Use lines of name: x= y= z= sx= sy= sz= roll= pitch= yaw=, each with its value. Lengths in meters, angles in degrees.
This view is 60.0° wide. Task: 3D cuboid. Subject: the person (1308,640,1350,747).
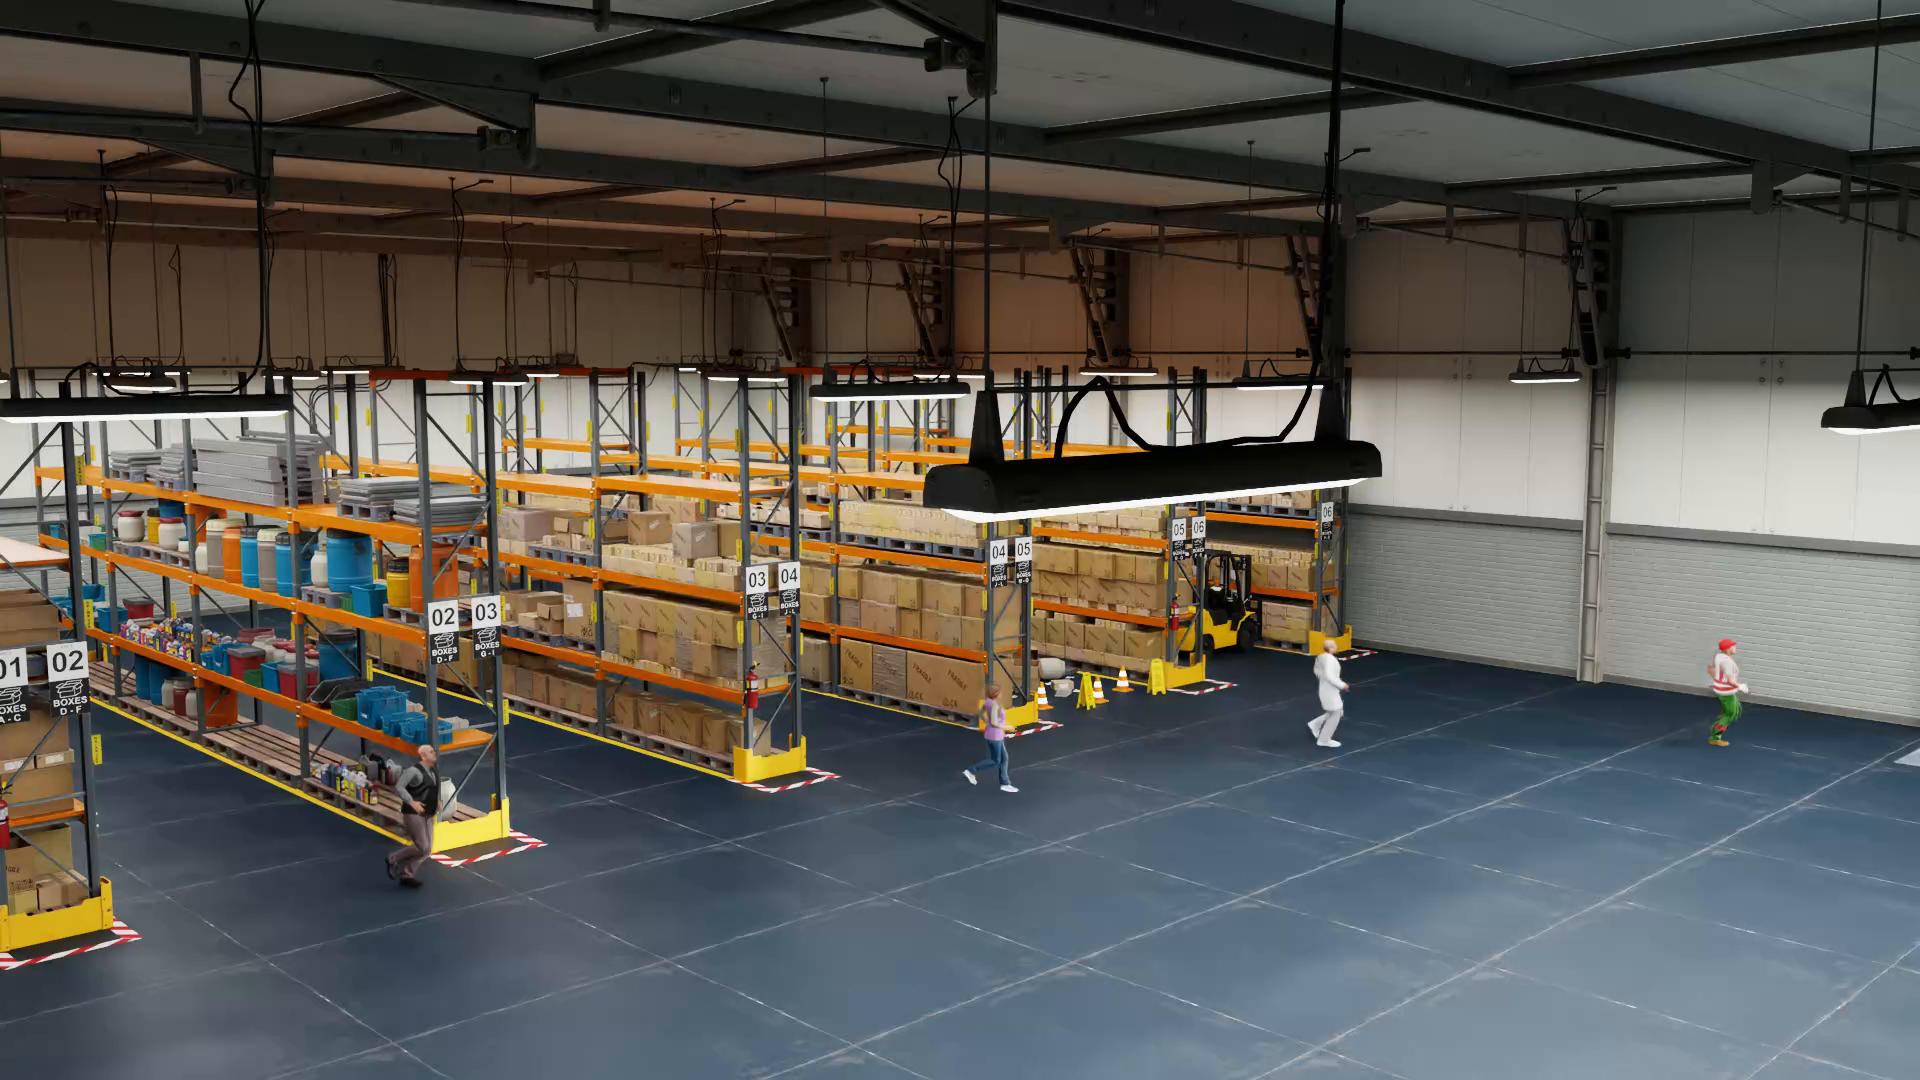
person: x=5.926 y=2.460 z=26.702 sx=0.618 sy=1.739 sz=0.726 roll=0 pitch=6 yaw=3

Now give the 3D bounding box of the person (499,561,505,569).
person: x=-11.156 y=0.975 z=40.380 sx=0.584 sy=1.694 sz=0.701 roll=3 pitch=7 yaw=22

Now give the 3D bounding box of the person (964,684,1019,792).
person: x=0.446 y=2.861 z=23.902 sx=0.812 sy=1.596 sz=0.538 roll=-1 pitch=7 yaw=-8

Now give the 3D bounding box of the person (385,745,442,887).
person: x=-6.499 y=3.277 z=19.928 sx=0.587 sy=1.635 sz=0.717 roll=2 pitch=7 yaw=15

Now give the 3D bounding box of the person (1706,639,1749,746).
person: x=12.380 y=2.443 z=26.791 sx=0.529 sy=1.742 sz=0.670 roll=1 pitch=6 yaw=7
